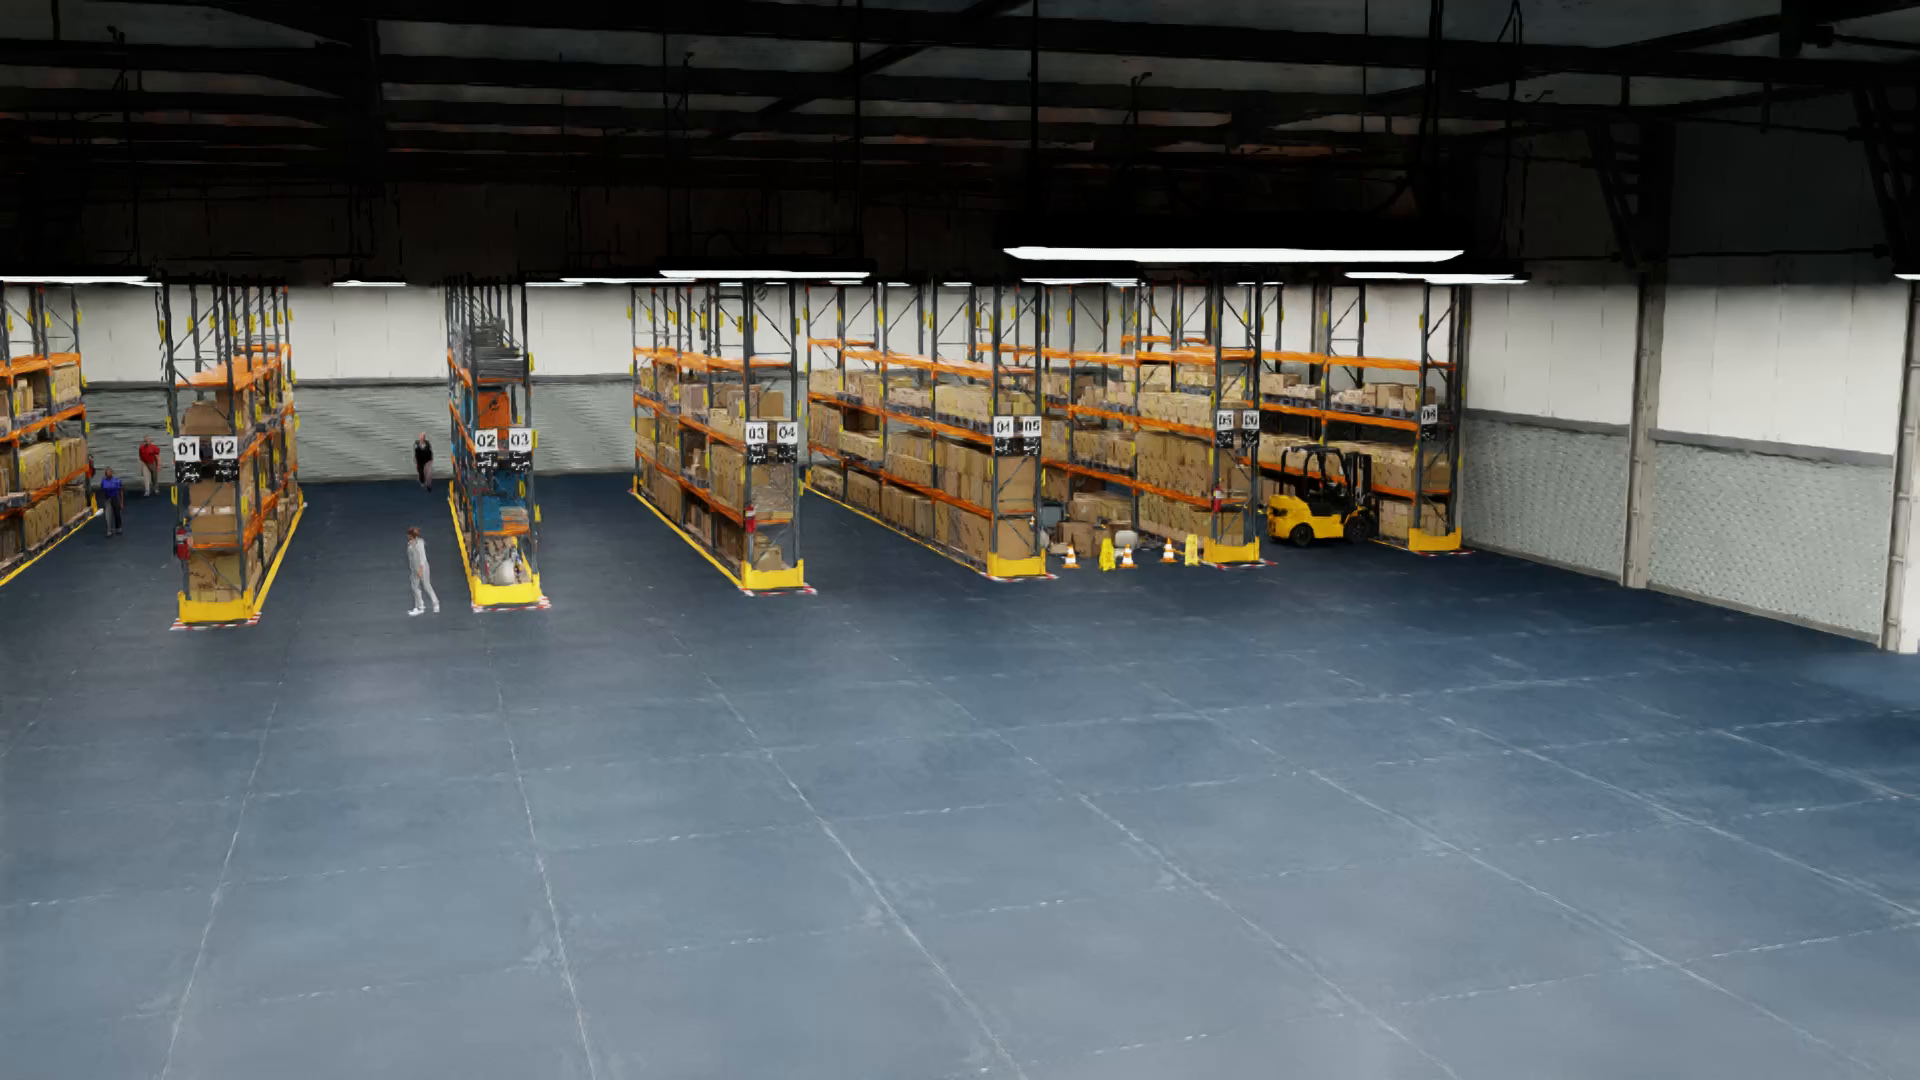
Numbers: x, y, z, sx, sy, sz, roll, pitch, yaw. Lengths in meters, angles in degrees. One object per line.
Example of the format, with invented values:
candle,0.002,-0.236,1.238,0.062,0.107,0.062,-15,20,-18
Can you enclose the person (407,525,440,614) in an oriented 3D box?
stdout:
person,-9.528,0.514,29.456,0.463,1.581,0.552,7,11,38

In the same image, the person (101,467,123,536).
person,-19.772,-0.917,38.810,0.461,1.596,0.989,-3,9,-20

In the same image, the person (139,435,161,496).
person,-22.542,-2.086,46.302,0.556,1.669,1.040,-3,9,-19

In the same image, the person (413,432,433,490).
person,-15.351,-2.266,47.531,0.543,1.648,1.114,-2,9,-15
